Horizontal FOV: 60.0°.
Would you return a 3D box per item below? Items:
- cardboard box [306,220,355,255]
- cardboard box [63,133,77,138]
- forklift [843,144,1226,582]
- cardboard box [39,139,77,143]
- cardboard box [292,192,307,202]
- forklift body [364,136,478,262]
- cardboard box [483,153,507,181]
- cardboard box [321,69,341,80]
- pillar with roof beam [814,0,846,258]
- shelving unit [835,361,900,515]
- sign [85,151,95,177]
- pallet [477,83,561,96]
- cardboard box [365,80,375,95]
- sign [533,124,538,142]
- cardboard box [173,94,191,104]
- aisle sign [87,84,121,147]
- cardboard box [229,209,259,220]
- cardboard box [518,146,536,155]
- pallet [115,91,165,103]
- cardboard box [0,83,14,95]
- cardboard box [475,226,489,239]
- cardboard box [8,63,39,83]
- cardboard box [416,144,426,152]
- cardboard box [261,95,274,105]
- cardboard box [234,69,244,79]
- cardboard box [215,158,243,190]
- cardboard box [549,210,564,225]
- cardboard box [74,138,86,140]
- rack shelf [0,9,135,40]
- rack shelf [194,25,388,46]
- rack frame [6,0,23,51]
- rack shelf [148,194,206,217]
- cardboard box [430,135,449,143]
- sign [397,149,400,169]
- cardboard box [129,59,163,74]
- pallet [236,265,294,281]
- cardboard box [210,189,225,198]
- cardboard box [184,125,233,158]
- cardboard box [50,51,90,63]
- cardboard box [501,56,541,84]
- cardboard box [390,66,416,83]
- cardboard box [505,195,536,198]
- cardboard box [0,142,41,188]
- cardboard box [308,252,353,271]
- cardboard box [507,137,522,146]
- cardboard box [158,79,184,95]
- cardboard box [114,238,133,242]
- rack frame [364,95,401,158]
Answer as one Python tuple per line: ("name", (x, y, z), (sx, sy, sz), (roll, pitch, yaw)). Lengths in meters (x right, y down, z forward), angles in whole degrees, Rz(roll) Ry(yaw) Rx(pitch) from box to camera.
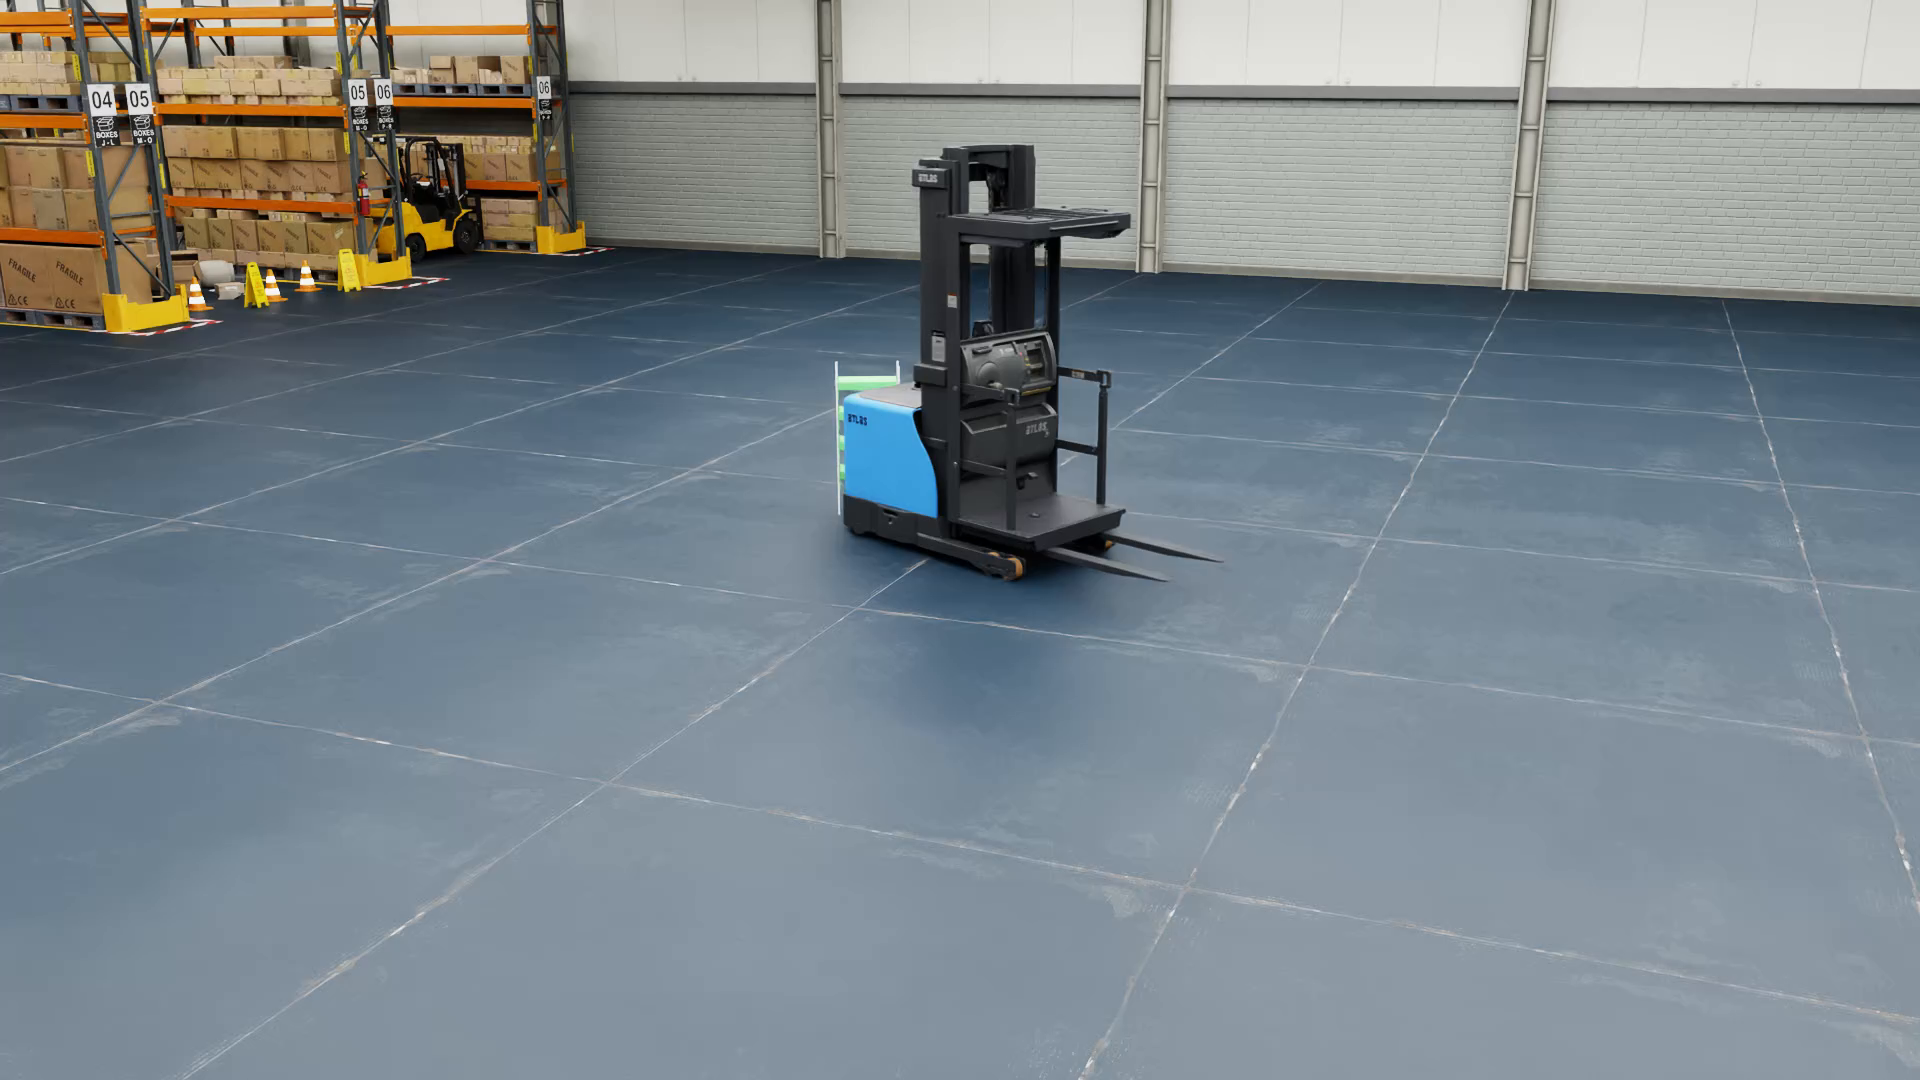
("cardboard box", (-10.263, -4.934, 27.121), (0.500, 0.500, 0.500), (6, 17, 21))
("cardboard box", (-18.399, -8.335, 35.073), (0.500, 0.500, 0.700), (7, 18, 22))
("forklift", (0.507, -1.283, 11.836), (3.031, 2.935, 1.130), (15, 22, 42))
("cardboard box", (-15.546, -6.679, 28.833), (0.500, 0.500, 0.500), (7, 17, 22))
("cardboard box", (-10.606, -5.588, 26.991), (0.250, 0.149, 0.380), (7, 17, 22))
("forklift body", (-10.038, -6.279, 30.444), (1.214, 2.155, 2.313), (6, 17, 21))
("cardboard box", (-8.638, -7.051, 31.404), (0.500, 0.500, 0.500), (7, 18, 22))
("cardboard box", (-9.845, -7.339, 26.213), (0.250, 0.149, 0.380), (6, 17, 21))
("pillar with roof beam", (-3.919, -8.421, 25.542), (0.400, 9.000, 9.100), (6, 17, 21))
("shelving unit", (-0.735, -0.816, 13.333), (0.503, 1.200, 0.258), (-1, 16, -4))
("sign", (-11.356, -4.914, 21.720), (0.005, 0.325, 0.100), (6, 17, 21))
("pallet", (-8.252, -8.443, 31.154), (1.213, 0.211, 1.003), (6, 17, 21))
("cardboard box", (-9.792, -7.310, 26.828), (0.500, 0.250, 0.500), (6, 17, 20))
("sign", (-7.816, -7.496, 30.613), (0.005, 0.325, 0.100), (6, 17, 21))
("cardboard box", (-12.721, -7.270, 27.405), (0.250, 0.149, 0.380), (6, 17, 21))
("aisle sign", (-11.188, -5.547, 21.739), (0.004, 0.787, 0.394), (6, 17, 21))
("cardboard box", (-11.869, -5.402, 27.573), (0.250, 0.149, 0.380), (7, 18, 24))
("cardboard box", (-8.029, -7.288, 31.055), (0.250, 0.149, 0.380), (7, 17, 21))
("pallet", (-13.678, -7.528, 28.182), (1.003, 0.211, 1.213), (6, 17, 21))
("cardboard box", (-12.525, -6.004, 22.112), (0.250, 0.149, 0.380), (6, 17, 20))
("cardboard box", (-9.078, -5.920, 31.864), (0.500, 0.250, 0.500), (6, 17, 21))
("cardboard box", (-12.167, -6.174, 21.983), (0.500, 0.250, 0.500), (6, 17, 21))
("cardboard box", (-10.185, -7.516, 31.842), (0.250, 0.149, 0.380), (6, 17, 20))
("cardboard box", (-11.037, -7.100, 26.821), (0.250, 0.149, 0.380), (6, 17, 19))
("cardboard box", (-11.493, -7.536, 26.890), (0.250, 0.149, 0.380), (7, 17, 22))
("cardboard box", (-11.898, -6.061, 27.457), (0.500, 0.500, 0.500), (6, 17, 20))
("cardboard box", (-7.965, -6.189, 31.894), (0.500, 0.250, 0.500), (7, 17, 22))
("cardboard box", (-15.384, -6.813, 29.296), (0.500, 0.500, 0.500), (5, 17, 17))
("rack shelf", (-13.005, -6.932, 22.418), (4.000, 0.370, 1.077), (6, 17, 21))
("rack shelf", (-13.186, -9.923, 32.721), (4.000, 0.370, 1.077), (6, 17, 21))
("rack frame", (-16.864, -9.377, 28.834), (0.127, 3.000, 1.000), (6, 17, 21))
("rack shelf", (-15.003, -5.946, 29.066), (4.000, 0.370, 1.077), (6, 17, 21))
("cardboard box", (-9.910, -7.657, 31.791), (0.250, 0.149, 0.380), (6, 17, 20))
("sign", (-9.223, -6.234, 27.216), (0.005, 0.325, 0.100), (6, 17, 21))
("cardboard box", (-13.729, -7.924, 27.826), (0.500, 0.250, 0.500), (7, 17, 22))
("pallet", (-11.366, -4.564, 28.017), (1.213, 0.211, 1.003), (6, 17, 21))
("cardboard box", (-12.238, -5.785, 27.671), (0.250, 0.149, 0.380), (7, 18, 22))
("cardboard box", (-12.346, -6.599, 27.518), (0.500, 0.500, 0.700), (6, 17, 21))
("cardboard box", (-11.582, -6.283, 21.643), (0.250, 0.149, 0.380), (6, 17, 21))
("cardboard box", (-8.105, -8.686, 30.721), (0.500, 0.500, 0.500), (7, 18, 22))
("cardboard box", (-10.641, -8.874, 31.708), (0.500, 0.311, 0.500), (7, 17, 22))
("cardboard box", (-8.448, -6.476, 31.984), (0.500, 0.250, 0.500), (6, 17, 21))
("cardboard box", (-13.033, -5.168, 22.889), (0.500, 0.550, 0.875), (6, 17, 21))
("cardboard box", (-10.295, -4.575, 27.230), (0.500, 0.250, 0.500), (6, 17, 20))
("cardboard box", (-8.256, -7.467, 31.139), (0.250, 0.149, 0.380), (6, 17, 21))
("cardboard box", (-12.834, -7.483, 27.423), (0.500, 0.250, 0.500), (6, 17, 19))
("cardboard box", (-13.768, -4.786, 26.903), (0.500, 0.500, 0.500), (6, 17, 21))
("rack frame", (-11.325, -7.375, 32.697), (0.127, 3.000, 1.000), (6, 17, 21))
